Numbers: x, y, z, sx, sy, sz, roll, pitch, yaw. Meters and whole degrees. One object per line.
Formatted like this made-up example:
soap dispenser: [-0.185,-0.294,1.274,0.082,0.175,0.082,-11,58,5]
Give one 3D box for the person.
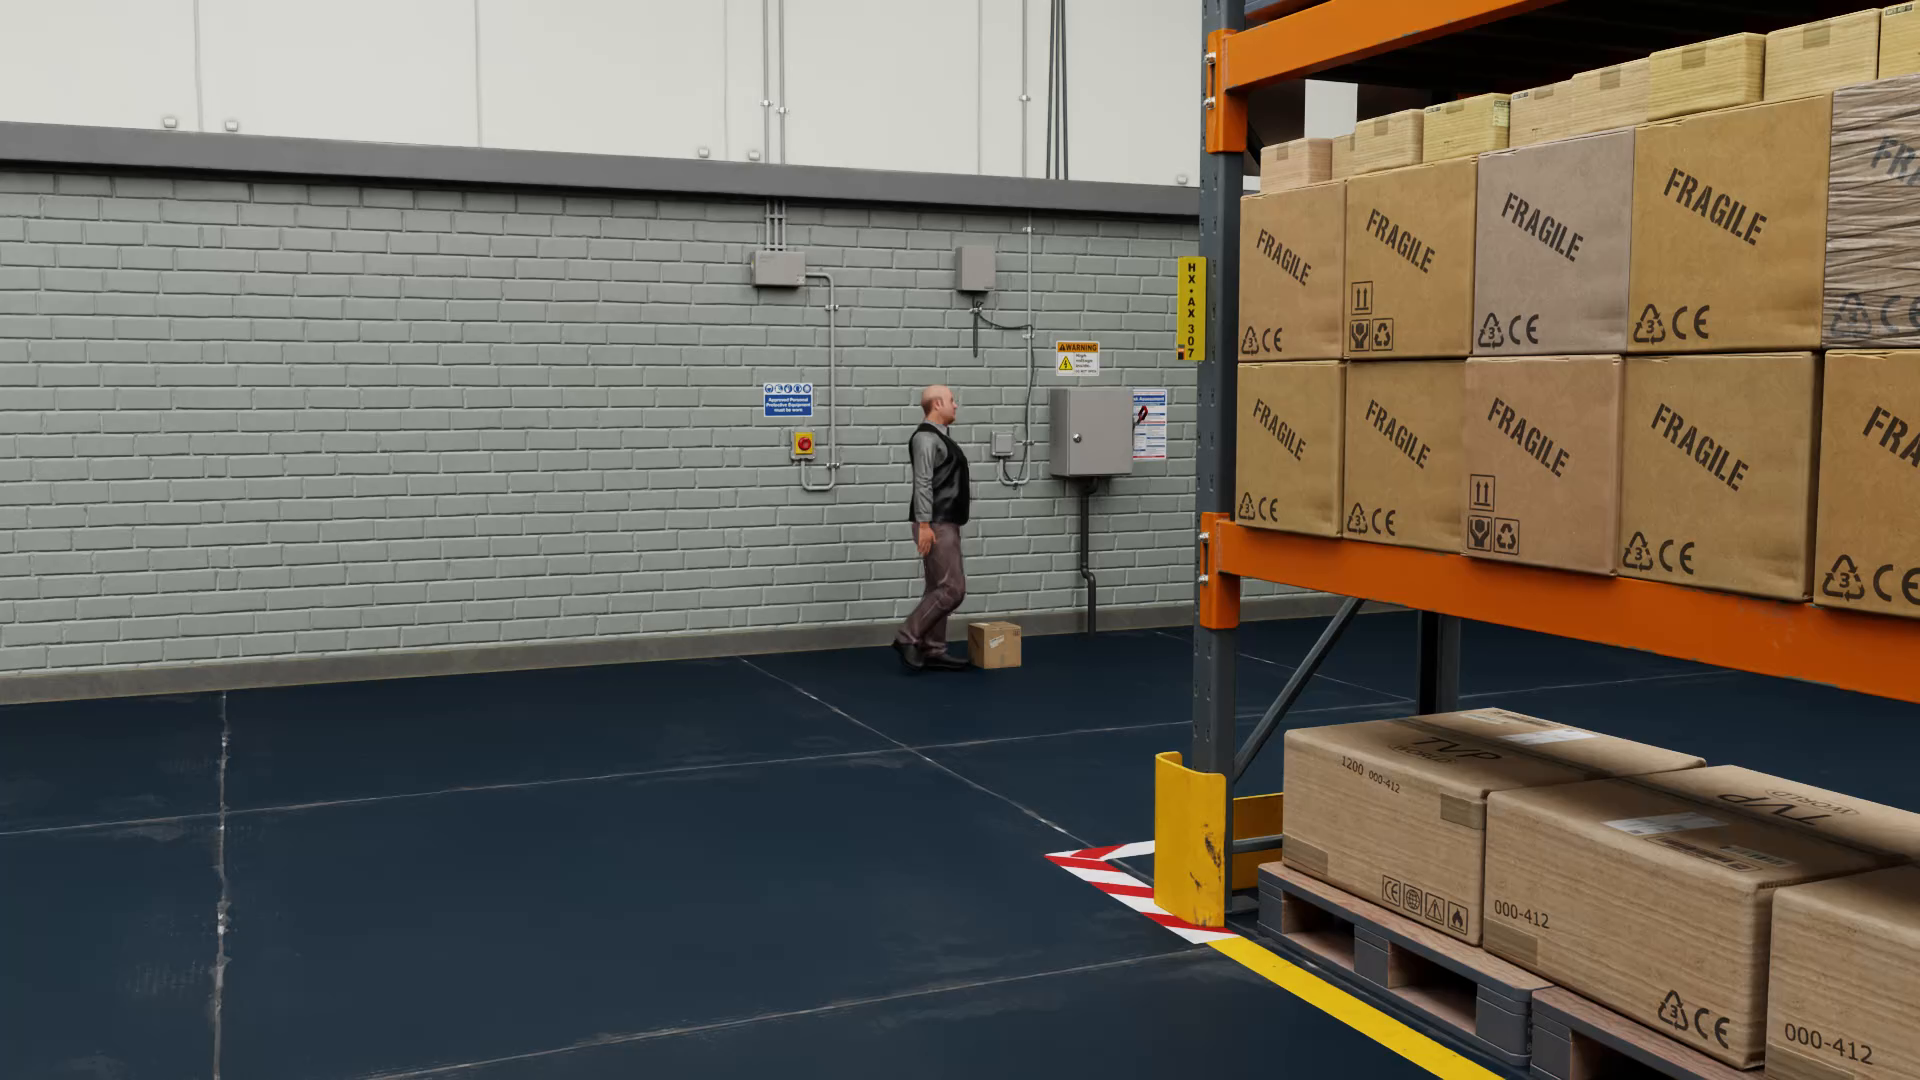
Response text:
person: [-0.173,-0.067,9.969,0.458,1.722,0.569,1,5,8]
